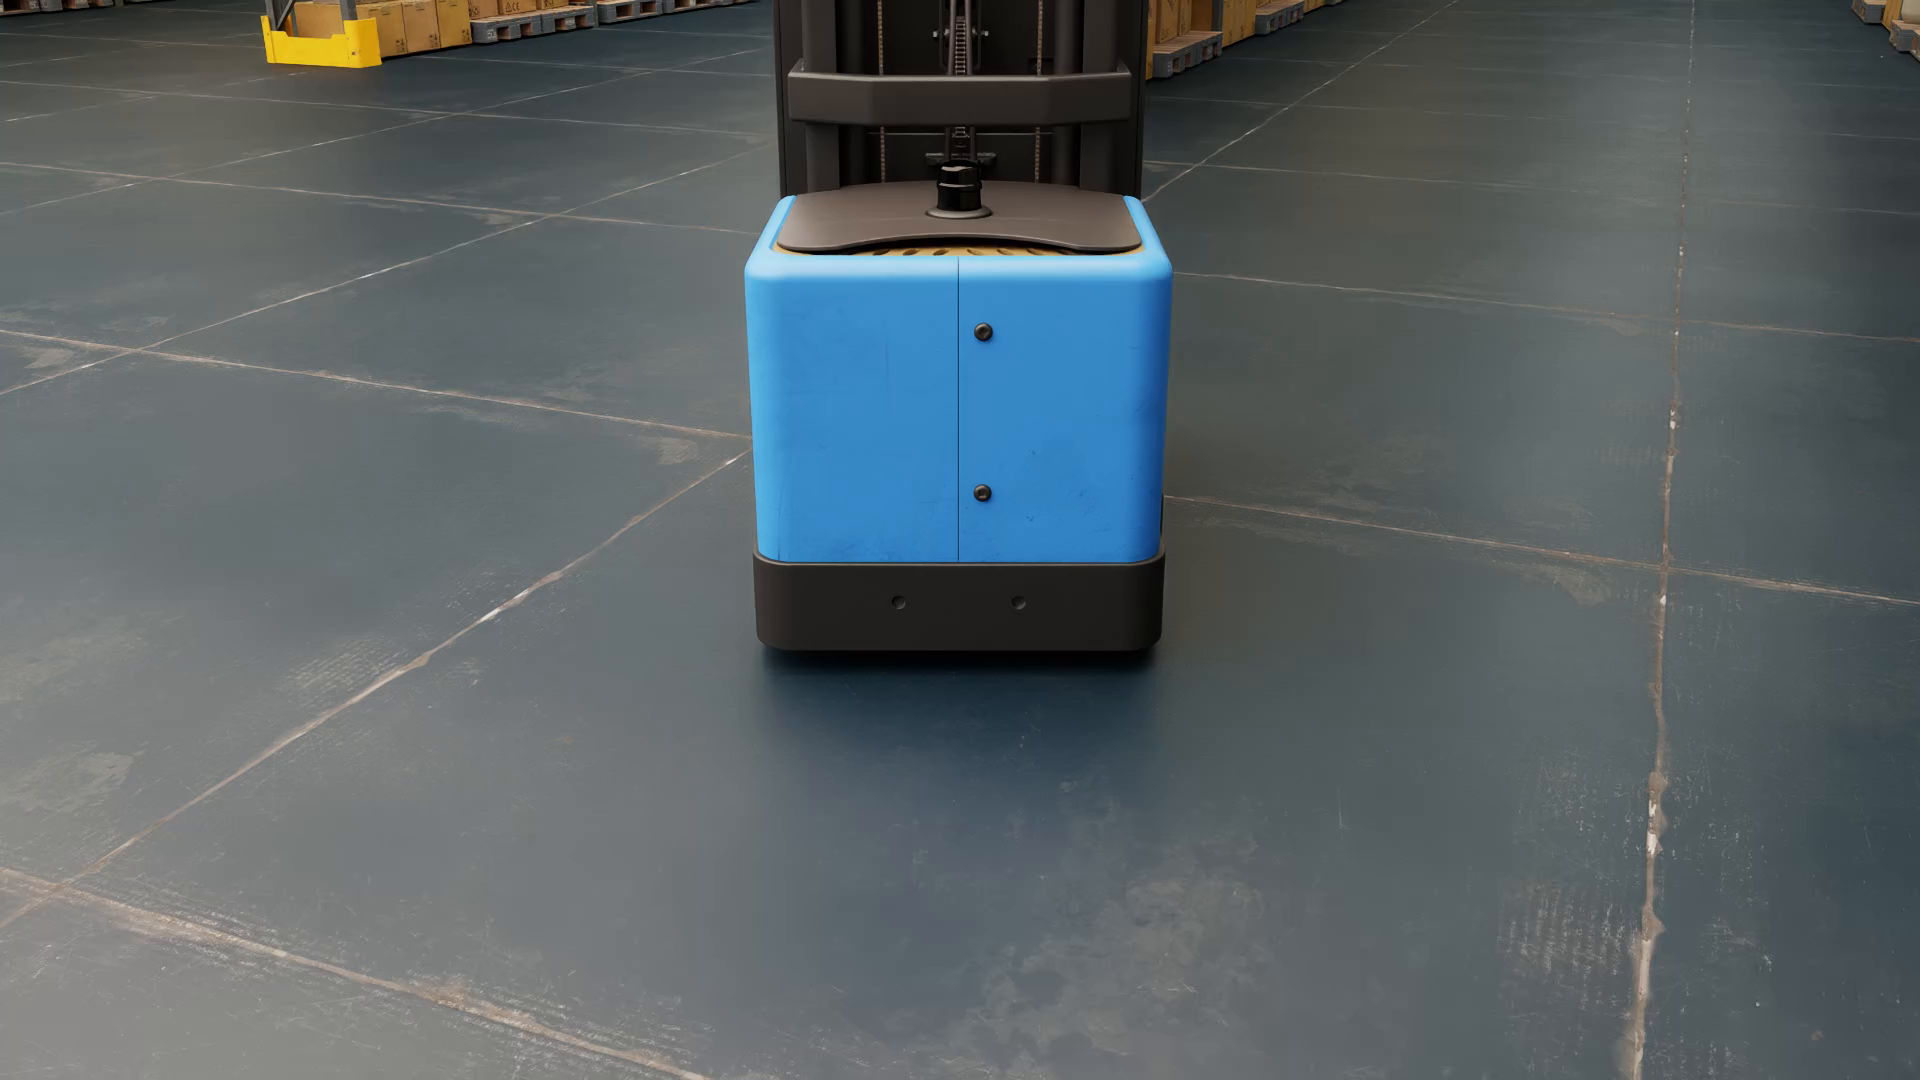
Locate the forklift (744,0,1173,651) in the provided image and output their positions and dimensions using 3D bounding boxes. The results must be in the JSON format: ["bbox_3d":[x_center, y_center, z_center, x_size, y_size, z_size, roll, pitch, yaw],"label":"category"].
[{"bbox_3d":[0.002,-1.587,5.089,1.130,2.935,3.031,0,23,0],"label":"forklift"}]
